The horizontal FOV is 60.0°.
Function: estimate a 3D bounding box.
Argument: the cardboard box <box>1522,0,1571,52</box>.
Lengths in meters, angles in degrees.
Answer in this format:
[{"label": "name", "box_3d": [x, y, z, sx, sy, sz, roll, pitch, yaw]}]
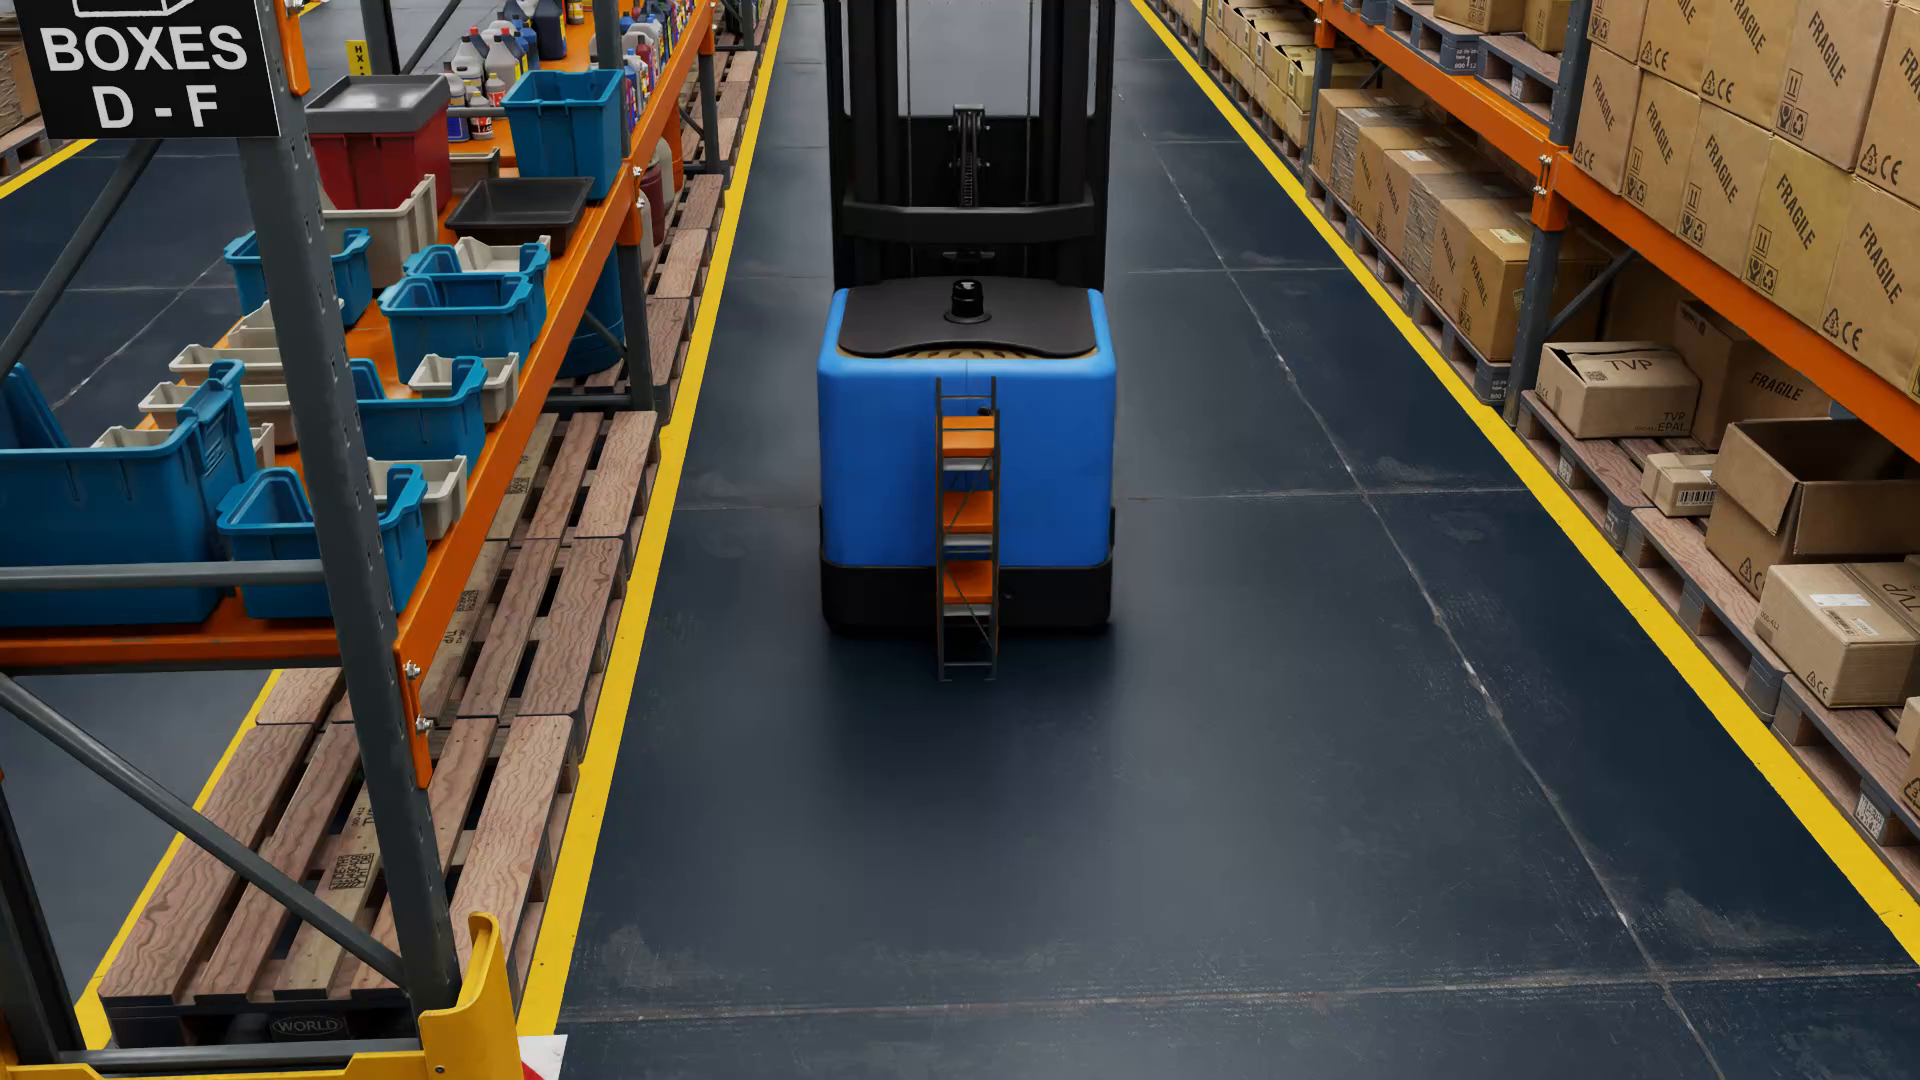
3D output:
[{"label": "cardboard box", "box_3d": [3.158, -2.655, 8.035, 0.700, 0.500, 0.500, 3, 28, 5]}]

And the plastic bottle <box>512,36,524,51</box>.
[{"label": "plastic bottle", "box_3d": [-2.153, -2.297, 8.050, 0.097, 0.271, 0.097, 0, 28, 0]}]

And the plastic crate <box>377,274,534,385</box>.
[{"label": "plastic crate", "box_3d": [-1.432, -0.602, 4.777, 0.416, 0.233, 0.300, -1, 28, -3]}]

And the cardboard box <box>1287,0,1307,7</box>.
[{"label": "cardboard box", "box_3d": [2.982, -4.375, 13.807, 0.500, 0.311, 0.500, -1, 28, -1]}]

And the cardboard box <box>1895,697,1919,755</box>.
[{"label": "cardboard box", "box_3d": [3.062, 0.589, 4.964, 0.380, 0.166, 0.250, -1, 28, -3]}]

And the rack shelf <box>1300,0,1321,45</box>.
[{"label": "rack shelf", "box_3d": [2.746, -4.337, 12.599, 1.077, 0.370, 4.000, -1, 28, -3]}]

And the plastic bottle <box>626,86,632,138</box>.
[{"label": "plastic bottle", "box_3d": [-1.481, -1.895, 7.265, 0.061, 0.283, 0.133, -1, 28, -3]}]

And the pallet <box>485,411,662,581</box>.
[{"label": "pallet", "box_3d": [-1.811, -0.192, 6.889, 1.003, 0.211, 1.213, -1, 28, -3]}]

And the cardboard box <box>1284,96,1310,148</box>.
[{"label": "cardboard box", "box_3d": [2.579, -2.936, 11.655, 0.500, 0.250, 0.500, -1, 28, -1]}]

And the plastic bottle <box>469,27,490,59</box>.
[{"label": "plastic bottle", "box_3d": [-2.272, -2.247, 7.868, 0.144, 0.351, 0.185, -1, 28, -3]}]

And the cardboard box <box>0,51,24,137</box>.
[{"label": "cardboard box", "box_3d": [-7.140, -3.146, 11.765, 0.700, 0.500, 0.500, -4, 28, -7]}]

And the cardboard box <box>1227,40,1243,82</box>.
[{"label": "cardboard box", "box_3d": [2.470, -3.879, 13.462, 0.500, 0.250, 0.500, -2, 28, -4]}]

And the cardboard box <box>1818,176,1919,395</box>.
[{"label": "cardboard box", "box_3d": [2.921, -0.752, 4.840, 0.500, 0.500, 0.500, -1, 28, -2]}]

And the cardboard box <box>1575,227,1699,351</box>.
[{"label": "cardboard box", "box_3d": [3.277, -1.201, 8.036, 0.500, 0.500, 0.500, -3, 28, -5]}]

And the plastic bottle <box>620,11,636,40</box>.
[{"label": "plastic bottle", "box_3d": [-1.725, -2.608, 8.646, 0.097, 0.271, 0.097, 0, 28, 0]}]

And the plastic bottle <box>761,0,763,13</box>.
[{"label": "plastic bottle", "box_3d": [-1.975, -5.234, 15.930, 0.144, 0.351, 0.185, 0, 28, -1]}]

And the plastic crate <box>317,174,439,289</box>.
[{"label": "plastic crate", "box_3d": [-1.992, -1.031, 5.547, 0.437, 0.282, 0.530, -1, 28, -3]}]

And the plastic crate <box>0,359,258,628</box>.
[{"label": "plastic crate", "box_3d": [-1.883, -0.112, 3.618, 0.616, 0.435, 0.499, -1, 28, -3]}]

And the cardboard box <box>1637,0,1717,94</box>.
[{"label": "cardboard box", "box_3d": [2.830, -1.910, 5.978, 0.500, 0.500, 0.500, -2, 28, -4]}]

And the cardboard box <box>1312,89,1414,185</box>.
[{"label": "cardboard box", "box_3d": [2.588, -2.602, 10.722, 0.500, 0.500, 0.500, 0, 28, 0]}]

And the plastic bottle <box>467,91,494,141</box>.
[{"label": "plastic bottle", "box_3d": [-2.108, -1.864, 7.296, 0.097, 0.201, 0.097, 0, 28, 0]}]

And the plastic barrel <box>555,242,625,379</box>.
[{"label": "plastic barrel", "box_3d": [-1.899, -1.274, 7.764, 0.600, 0.901, 0.708, -1, 28, -3]}]

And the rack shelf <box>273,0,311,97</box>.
[{"label": "rack shelf", "box_3d": [-1.783, -1.854, 4.596, 1.077, 0.370, 4.000, -1, 28, -3]}]

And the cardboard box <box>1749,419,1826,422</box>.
[{"label": "cardboard box", "box_3d": [3.411, -0.285, 6.484, 0.500, 0.311, 0.500, -1, 28, -3]}]

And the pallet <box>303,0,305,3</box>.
[{"label": "pallet", "box_3d": [-7.450, -5.541, 17.146, 1.003, 0.211, 1.213, -1, 28, -3]}]

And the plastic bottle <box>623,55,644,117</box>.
[{"label": "plastic bottle", "box_3d": [-1.551, -2.104, 7.674, 0.152, 0.276, 0.135, -1, 28, -3]}]

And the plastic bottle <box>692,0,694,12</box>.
[{"label": "plastic bottle", "box_3d": [-1.662, -3.296, 10.040, 0.097, 0.201, 0.097, 0, 28, 0]}]

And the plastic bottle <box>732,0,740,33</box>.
[{"label": "plastic bottle", "box_3d": [-2.035, -4.755, 15.086, 0.061, 0.283, 0.133, -1, 28, -3]}]

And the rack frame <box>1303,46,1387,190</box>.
[{"label": "rack frame", "box_3d": [2.850, -3.732, 10.662, 1.000, 3.000, 0.127, -1, 28, -3]}]

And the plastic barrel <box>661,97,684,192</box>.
[{"label": "plastic barrel", "box_3d": [-2.054, -2.612, 10.408, 0.600, 0.830, 0.708, -1, 28, -3]}]

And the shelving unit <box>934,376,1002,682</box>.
[{"label": "shelving unit", "box_3d": [0.023, -0.023, 5.647, 0.215, 1.050, 0.252, -1, 30, -1]}]

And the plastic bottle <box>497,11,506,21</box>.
[{"label": "plastic bottle", "box_3d": [-2.353, -2.566, 8.552, 0.061, 0.283, 0.133, -1, 28, -3]}]

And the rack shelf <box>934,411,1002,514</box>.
[{"label": "rack shelf", "box_3d": [0.024, -0.259, 5.509, 0.215, 0.259, 0.240, -1, 30, -1]}]

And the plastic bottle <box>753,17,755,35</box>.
[{"label": "plastic bottle", "box_3d": [-1.890, -4.620, 14.915, 0.097, 0.201, 0.097, 0, 28, 0]}]

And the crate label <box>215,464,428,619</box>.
[{"label": "crate label", "box_3d": [-1.363, 0.006, 3.611, 0.416, 0.233, 0.303, -1, 28, -3]}]

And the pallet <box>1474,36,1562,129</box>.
[{"label": "pallet", "box_3d": [3.126, -2.171, 7.877, 1.003, 0.211, 1.213, -1, 28, -3]}]

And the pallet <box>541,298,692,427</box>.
[{"label": "pallet", "box_3d": [-1.887, -0.888, 8.224, 1.003, 0.211, 1.213, -1, 28, -3]}]

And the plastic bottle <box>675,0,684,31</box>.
[{"label": "plastic bottle", "box_3d": [-1.629, -3.040, 9.475, 0.097, 0.271, 0.097, 0, 28, 0]}]

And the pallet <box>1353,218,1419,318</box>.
[{"label": "pallet", "box_3d": [2.912, -1.588, 9.566, 1.003, 0.211, 1.213, -1, 28, -3]}]

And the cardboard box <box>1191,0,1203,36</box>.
[{"label": "cardboard box", "box_3d": [2.399, -4.755, 15.143, 0.500, 0.250, 0.500, -1, 28, -3]}]

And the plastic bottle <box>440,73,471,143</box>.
[{"label": "plastic bottle", "box_3d": [-2.231, -1.886, 7.256, 0.152, 0.276, 0.135, -1, 28, -3]}]

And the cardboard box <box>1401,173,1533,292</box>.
[{"label": "cardboard box", "box_3d": [2.704, -1.652, 8.902, 0.500, 0.500, 0.500, -1, 28, -2]}]

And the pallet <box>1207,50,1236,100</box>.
[{"label": "pallet", "box_3d": [2.719, -4.003, 14.198, 1.003, 0.211, 1.213, -1, 28, -3]}]

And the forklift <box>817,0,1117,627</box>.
[{"label": "forklift", "box_3d": [0.039, -1.624, 6.695, 1.130, 2.935, 3.031, 0, 28, 1]}]

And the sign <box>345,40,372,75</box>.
[{"label": "sign", "box_3d": [-2.437, -1.877, 6.806, 0.100, 0.325, 0.005, -1, 28, -3]}]

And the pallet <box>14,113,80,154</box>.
[{"label": "pallet", "box_3d": [-7.143, -3.181, 12.621, 1.003, 0.211, 1.213, -1, 28, -3]}]

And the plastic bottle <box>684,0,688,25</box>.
[{"label": "plastic bottle", "box_3d": [-1.640, -3.130, 9.647, 0.097, 0.271, 0.097, 0, 28, 0]}]

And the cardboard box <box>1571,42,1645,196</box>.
[{"label": "cardboard box", "box_3d": [2.813, -1.687, 6.633, 0.500, 0.500, 0.500, -1, 28, -1]}]

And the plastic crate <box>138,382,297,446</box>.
[{"label": "plastic crate", "box_3d": [-1.903, -0.336, 4.370, 0.396, 0.136, 0.243, -1, 28, -3]}]

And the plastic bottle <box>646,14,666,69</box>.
[{"label": "plastic bottle", "box_3d": [-1.576, -2.567, 8.566, 0.097, 0.271, 0.097, 0, 28, 0]}]

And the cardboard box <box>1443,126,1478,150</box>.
[{"label": "cardboard box", "box_3d": [3.160, -2.153, 9.862, 0.500, 0.500, 0.500, -2, 28, -5]}]

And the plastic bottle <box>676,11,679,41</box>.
[{"label": "plastic bottle", "box_3d": [-1.614, -2.874, 9.232, 0.097, 0.201, 0.097, 0, 28, 0]}]

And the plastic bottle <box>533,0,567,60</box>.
[{"label": "plastic bottle", "box_3d": [-2.175, -2.736, 8.805, 0.144, 0.351, 0.185, -1, 28, -3]}]

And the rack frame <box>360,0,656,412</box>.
[{"label": "rack frame", "box_3d": [-1.888, -1.767, 6.894, 1.000, 3.000, 0.127, -1, 28, -3]}]

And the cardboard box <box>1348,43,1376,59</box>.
[{"label": "cardboard box", "box_3d": [3.080, -3.439, 12.013, 0.500, 0.311, 0.500, -2, 28, -4]}]

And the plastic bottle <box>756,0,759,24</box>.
[{"label": "plastic bottle", "box_3d": [-1.943, -4.952, 15.389, 0.144, 0.351, 0.185, -3, 28, -5]}]

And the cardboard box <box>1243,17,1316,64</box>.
[{"label": "cardboard box", "box_3d": [2.496, -3.888, 12.874, 0.500, 0.311, 0.500, -1, 28, -1]}]
